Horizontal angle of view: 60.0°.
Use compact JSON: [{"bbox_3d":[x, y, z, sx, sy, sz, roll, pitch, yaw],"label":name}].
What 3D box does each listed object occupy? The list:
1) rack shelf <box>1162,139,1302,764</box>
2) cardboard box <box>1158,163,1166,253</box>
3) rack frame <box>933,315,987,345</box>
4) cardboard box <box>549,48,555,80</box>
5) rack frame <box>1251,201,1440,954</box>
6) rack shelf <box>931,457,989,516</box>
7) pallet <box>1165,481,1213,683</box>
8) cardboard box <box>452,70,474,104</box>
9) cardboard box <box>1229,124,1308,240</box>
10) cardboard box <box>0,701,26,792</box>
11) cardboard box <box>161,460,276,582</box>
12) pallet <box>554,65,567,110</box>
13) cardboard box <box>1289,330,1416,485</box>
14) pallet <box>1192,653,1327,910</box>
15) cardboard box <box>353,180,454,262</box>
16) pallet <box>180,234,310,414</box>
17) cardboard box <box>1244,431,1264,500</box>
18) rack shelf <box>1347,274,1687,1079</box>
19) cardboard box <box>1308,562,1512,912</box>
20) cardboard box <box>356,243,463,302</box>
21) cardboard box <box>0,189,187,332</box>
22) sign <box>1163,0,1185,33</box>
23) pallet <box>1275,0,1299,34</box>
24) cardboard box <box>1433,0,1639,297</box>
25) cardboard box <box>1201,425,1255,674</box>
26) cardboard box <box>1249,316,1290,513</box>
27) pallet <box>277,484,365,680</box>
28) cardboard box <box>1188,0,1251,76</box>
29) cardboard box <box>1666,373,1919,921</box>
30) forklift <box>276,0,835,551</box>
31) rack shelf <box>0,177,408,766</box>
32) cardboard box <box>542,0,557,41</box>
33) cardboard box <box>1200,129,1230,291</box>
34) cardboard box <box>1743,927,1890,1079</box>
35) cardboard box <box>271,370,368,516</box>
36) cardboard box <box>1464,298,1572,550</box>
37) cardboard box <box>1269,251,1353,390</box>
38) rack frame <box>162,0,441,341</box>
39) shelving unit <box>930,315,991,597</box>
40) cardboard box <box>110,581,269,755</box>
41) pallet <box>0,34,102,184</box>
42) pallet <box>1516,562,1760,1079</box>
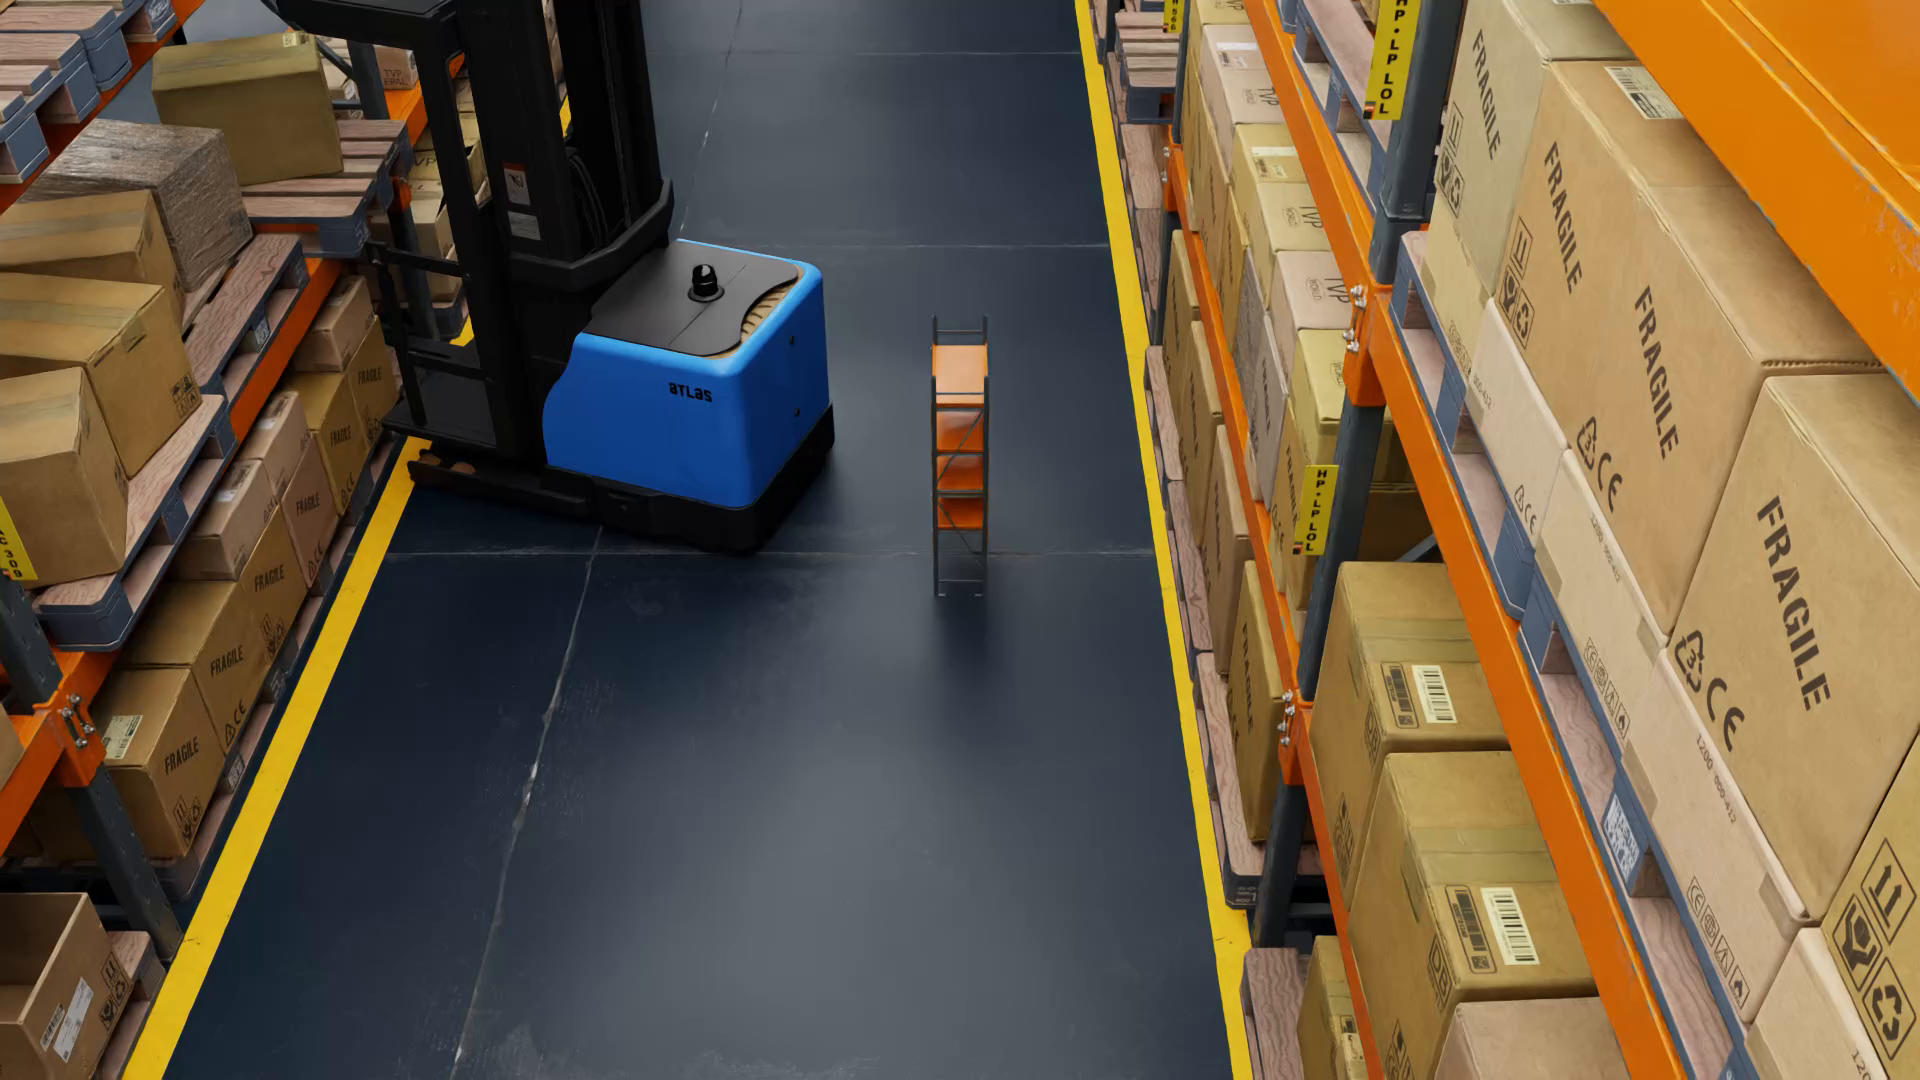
[{"bbox_3d":[1.577,-0.640,6.971,1.077,0.370,4.000,0,39,0],"label":"rack shelf"},{"bbox_3d":[1.522,-1.818,9.513,0.700,0.500,0.500,0,39,1],"label":"cardboard box"},{"bbox_3d":[0.000,-0.517,7.682,0.240,1.200,0.015,0,39,0],"label":"rack frame"},{"bbox_3d":[-3.094,-3.183,11.432,0.500,0.250,0.500,-1,39,-1],"label":"cardboard box"},{"bbox_3d":[1.580,0.329,5.186,1.000,3.000,0.127,0,39,0],"label":"rack frame"},{"bbox_3d":[0.000,-0.312,7.533,0.258,0.148,0.480,0,39,0],"label":"rack shelf"},{"bbox_3d":[1.499,0.170,7.614,1.003,0.211,1.213,0,39,0],"label":"pallet"},{"bbox_3d":[-3.094,-2.772,10.471,0.500,0.311,0.500,0,39,-1],"label":"cardboard box"},{"bbox_3d":[1.330,-1.375,6.380,0.500,0.250,0.500,-1,39,-1],"label":"cardboard box"},{"bbox_3d":[-3.117,0.609,4.757,0.500,0.500,0.500,1,39,1],"label":"cardboard box"},{"bbox_3d":[-3.132,-0.082,6.746,0.500,0.250,0.500,0,39,0],"label":"cardboard box"},{"bbox_3d":[-3.343,-3.119,11.718,1.003,0.211,1.213,0,39,0],"label":"pallet"},{"bbox_3d":[1.323,-0.418,5.185,0.500,0.250,0.500,1,39,1],"label":"cardboard box"},{"bbox_3d":[1.503,0.935,6.660,1.003,0.211,1.213,0,39,0],"label":"pallet"},{"bbox_3d":[-3.086,-1.803,9.262,0.500,0.311,0.500,1,39,1],"label":"cardboard box"},{"bbox_3d":[-3.372,-0.875,6.842,1.003,0.211,1.213,0,39,0],"label":"pallet"},{"bbox_3d":[1.258,-0.277,6.127,0.380,0.149,0.250,0,39,0],"label":"cardboard box"},{"bbox_3d":[1.582,0.690,2.912,1.077,0.370,4.000,0,39,0],"label":"rack shelf"},{"bbox_3d":[1.564,0.552,4.669,0.980,0.700,0.700,1,39,1],"label":"cardboard box"},{"bbox_3d":[-3.086,-1.585,9.437,0.500,0.250,0.500,0,39,0],"label":"cardboard box"},{"bbox_3d":[-3.438,-0.972,6.394,0.700,0.500,0.500,-9,40,-11],"label":"cardboard box"},{"bbox_3d":[1.032,-2.587,7.962,0.100,0.325,0.005,0,39,0],"label":"sign"},{"bbox_3d":[1.633,-2.167,6.053,1.003,0.211,1.213,2,39,2],"label":"pallet"},{"bbox_3d":[1.300,-0.832,3.341,0.500,0.500,0.500,0,39,0],"label":"cardboard box"},{"bbox_3d":[1.445,0.042,6.927,0.750,0.750,0.750,1,39,1],"label":"cardboard box"},{"bbox_3d":[1.316,-0.441,5.813,0.500,0.500,0.500,0,39,0],"label":"cardboard box"},{"bbox_3d":[-3.417,0.150,7.640,1.003,0.211,1.213,0,39,0],"label":"pallet"},{"bbox_3d":[1.318,-2.325,7.565,0.500,0.250,0.500,1,39,1],"label":"cardboard box"},{"bbox_3d":[1.312,0.127,2.145,0.500,0.500,0.500,-2,39,-2],"label":"cardboard box"},{"bbox_3d":[-2.213,-1.659,7.722,3.031,2.935,1.130,13,41,16],"label":"forklift"},{"bbox_3d":[-3.376,-0.635,6.964,1.077,0.370,4.000,0,39,0],"label":"rack shelf"},{"bbox_3d":[-3.096,-3.724,11.659,0.500,0.311,0.500,0,39,0],"label":"cardboard box"},{"bbox_3d":[1.310,-1.393,7.001,0.500,0.500,0.500,0,39,0],"label":"cardboard box"},{"bbox_3d":[1.316,0.733,1.988,0.500,0.250,0.500,-1,39,-2],"label":"cardboard box"},{"bbox_3d":[-3.143,-0.454,7.810,0.500,0.500,0.500,-1,39,-2],"label":"cardboard box"},{"bbox_3d":[1.303,-0.234,3.195,0.500,0.250,0.500,-1,39,-1],"label":"cardboard box"},{"bbox_3d":[1.332,-0.738,5.584,0.500,0.250,0.500,1,39,1],"label":"cardboard box"},{"bbox_3d":[-3.379,-2.166,8.300,1.000,3.000,0.127,0,39,0],"label":"rack frame"},{"bbox_3d":[0.000,-0.365,7.491,0.258,1.200,0.503,0,39,0],"label":"shelving unit"},{"bbox_3d":[-3.143,0.503,6.616,0.500,0.500,0.500,0,39,1],"label":"cardboard box"},{"bbox_3d":[-3.305,-1.170,4.808,1.213,0.211,1.003,0,39,0],"label":"pallet"},{"bbox_3d":[1.569,0.466,2.687,1.003,0.211,1.213,0,39,0],"label":"pallet"}]
